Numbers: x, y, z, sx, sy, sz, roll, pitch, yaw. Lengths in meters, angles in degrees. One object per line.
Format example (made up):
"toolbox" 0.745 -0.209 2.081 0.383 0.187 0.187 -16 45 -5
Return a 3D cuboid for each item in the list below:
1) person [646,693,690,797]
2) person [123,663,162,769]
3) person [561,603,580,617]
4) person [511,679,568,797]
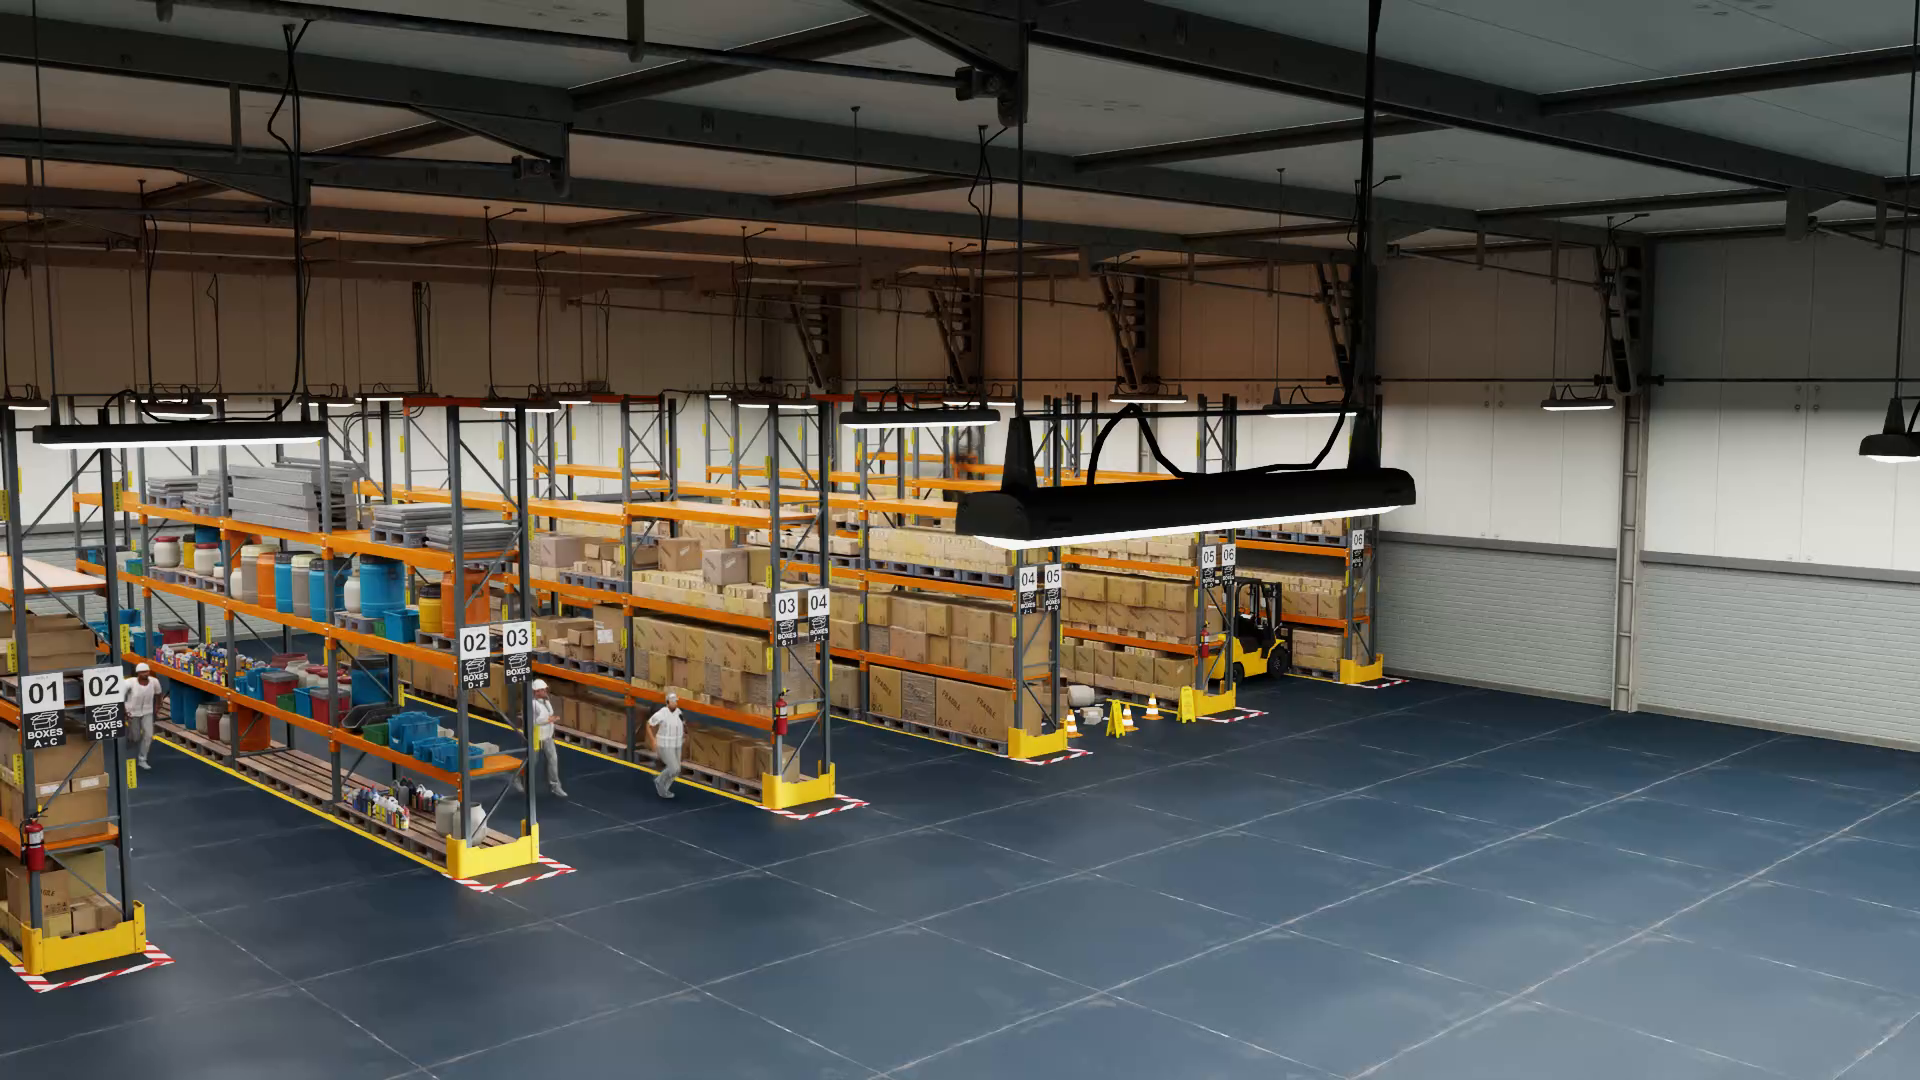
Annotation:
"person" -4.346 3.098 25.016 0.658 1.613 0.590 4 7 39
"person" -13.478 2.859 27.324 0.716 1.738 0.841 -5 7 -40
"person" -9.899 1.434 41.878 0.714 1.778 1.106 2 6 23
"person" -6.388 2.988 25.174 0.947 1.783 0.644 2 6 21
